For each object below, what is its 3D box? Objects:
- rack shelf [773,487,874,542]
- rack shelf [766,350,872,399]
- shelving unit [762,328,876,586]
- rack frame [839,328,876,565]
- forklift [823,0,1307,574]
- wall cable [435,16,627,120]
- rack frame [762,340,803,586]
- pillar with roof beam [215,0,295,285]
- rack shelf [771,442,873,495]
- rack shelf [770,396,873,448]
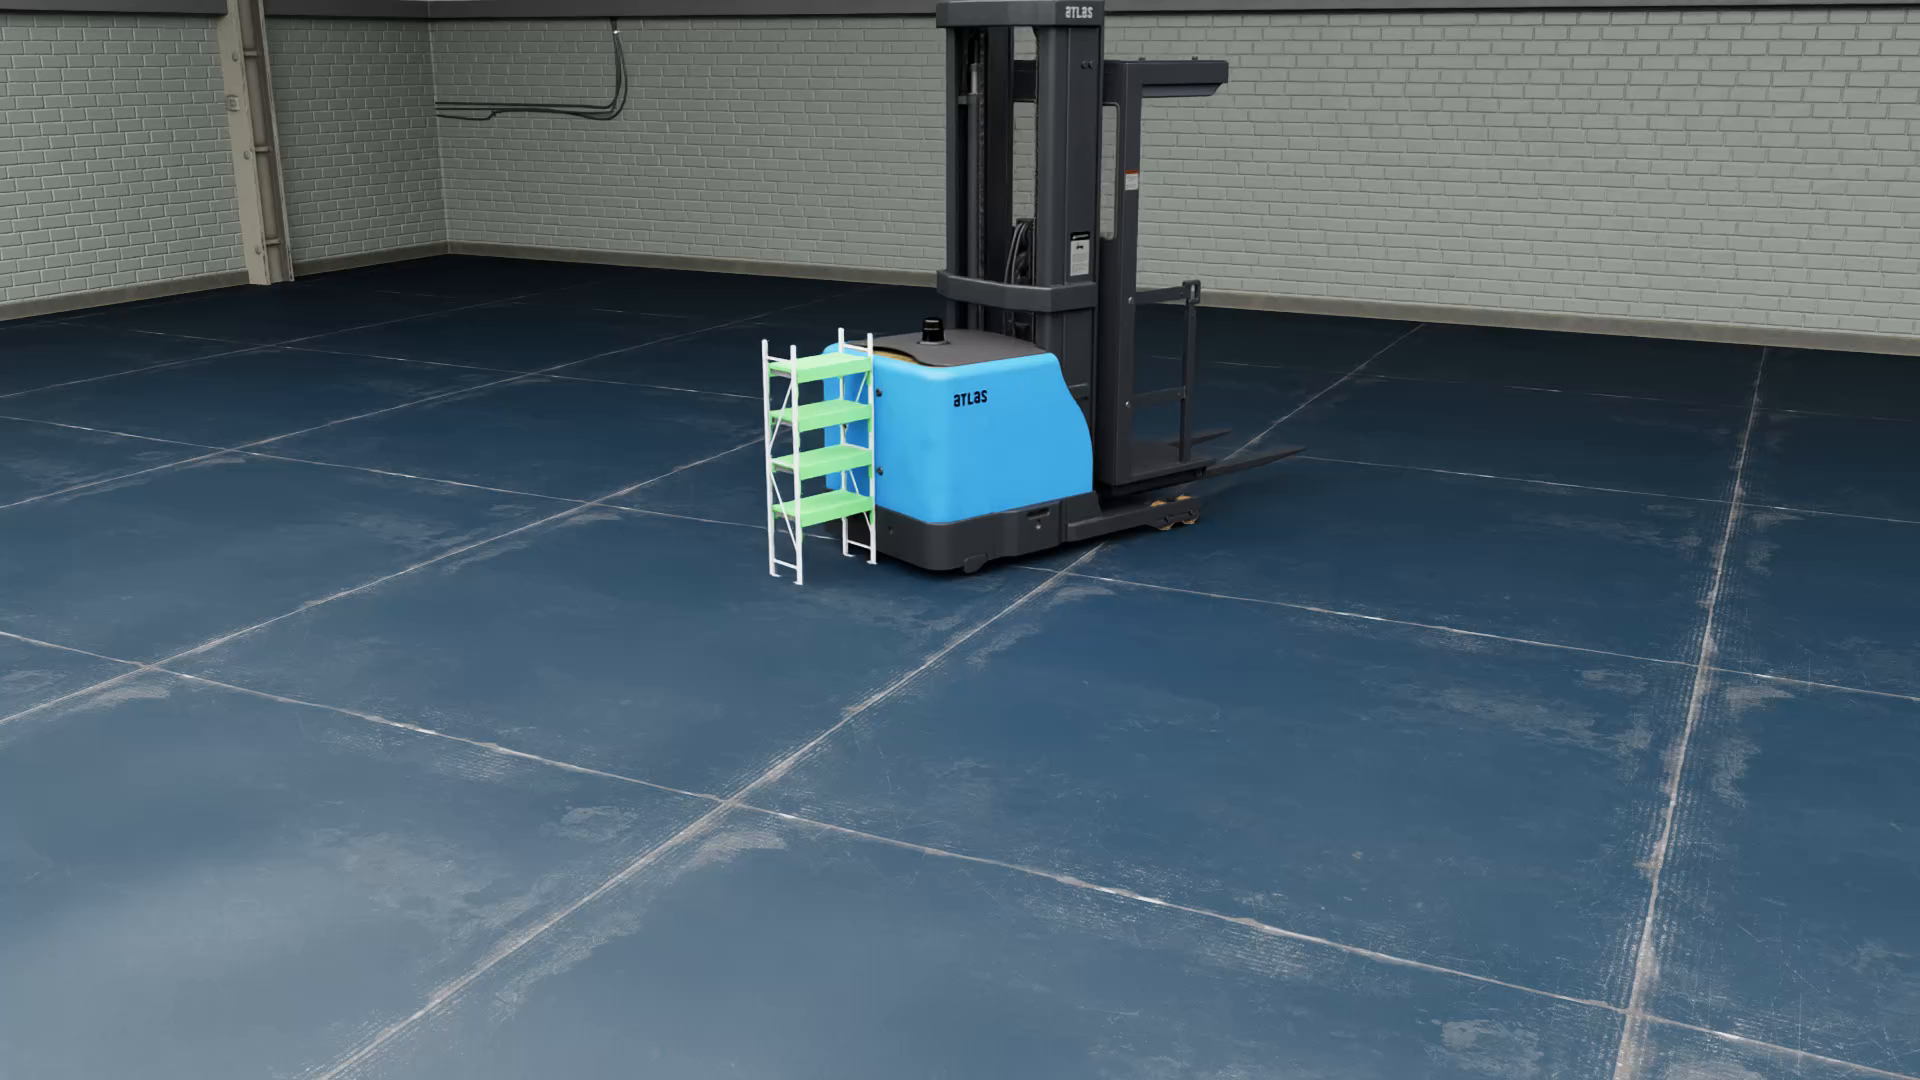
[{"bbox_3d":[-0.699,-0.132,8.428,0.480,0.148,0.258,-16,23,-42],"label":"rack shelf"},{"bbox_3d":[-0.699,-0.822,8.223,0.480,0.148,0.258,-16,23,-42],"label":"rack shelf"},{"bbox_3d":[-0.699,-0.423,8.341,0.503,1.200,0.258,-16,23,-42],"label":"shelving unit"},{"bbox_3d":[-0.525,-0.472,8.506,0.015,1.200,0.240,-16,23,-42],"label":"rack frame"},{"bbox_3d":[0.730,-1.558,9.122,3.031,2.935,1.130,-13,21,-37],"label":"forklift"},{"bbox_3d":[-5.322,-6.338,20.011,3.097,2.526,0.112,8,18,25],"label":"wall cable"},{"bbox_3d":[-0.872,-0.374,8.177,0.015,1.200,0.240,-16,23,-42],"label":"rack frame"},{"bbox_3d":[-3.970,-6.696,15.765,9.100,9.000,0.400,8,18,25],"label":"pillar with roof beam"},{"bbox_3d":[-0.699,-0.362,8.359,0.480,0.148,0.258,-16,23,-42],"label":"rack shelf"},{"bbox_3d":[-0.699,-0.592,8.291,0.480,0.148,0.258,-16,23,-42],"label":"rack shelf"}]
